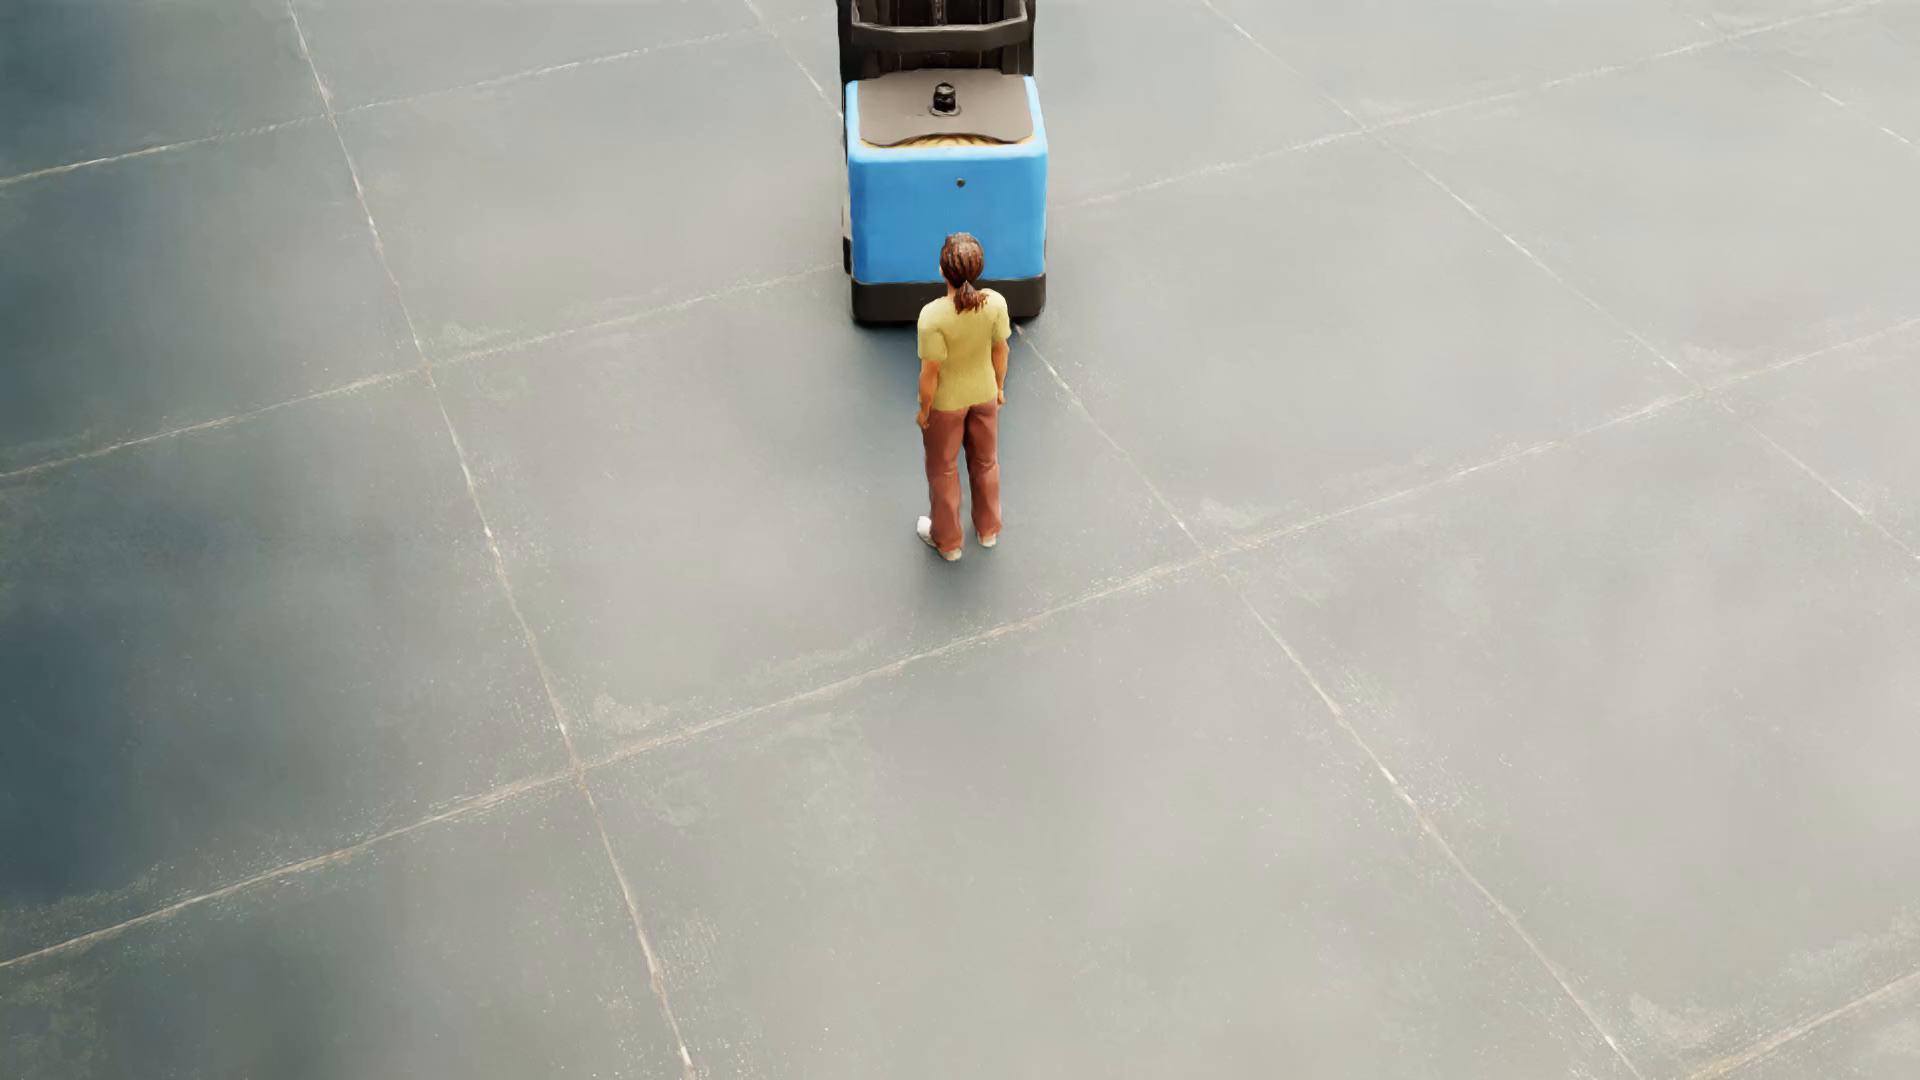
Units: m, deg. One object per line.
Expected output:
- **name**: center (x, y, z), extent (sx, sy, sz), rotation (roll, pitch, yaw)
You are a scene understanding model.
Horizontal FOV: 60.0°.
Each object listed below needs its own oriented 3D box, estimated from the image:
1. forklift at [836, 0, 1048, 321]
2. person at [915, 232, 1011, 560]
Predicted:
- **forklift**: center (-0.148, -3.251, 9.163), extent (1.130, 2.935, 3.031), rotation (-2, 43, -3)
- **person**: center (-0.006, -0.616, 7.263), extent (0.429, 1.673, 0.365), rotation (-18, 46, -18)
